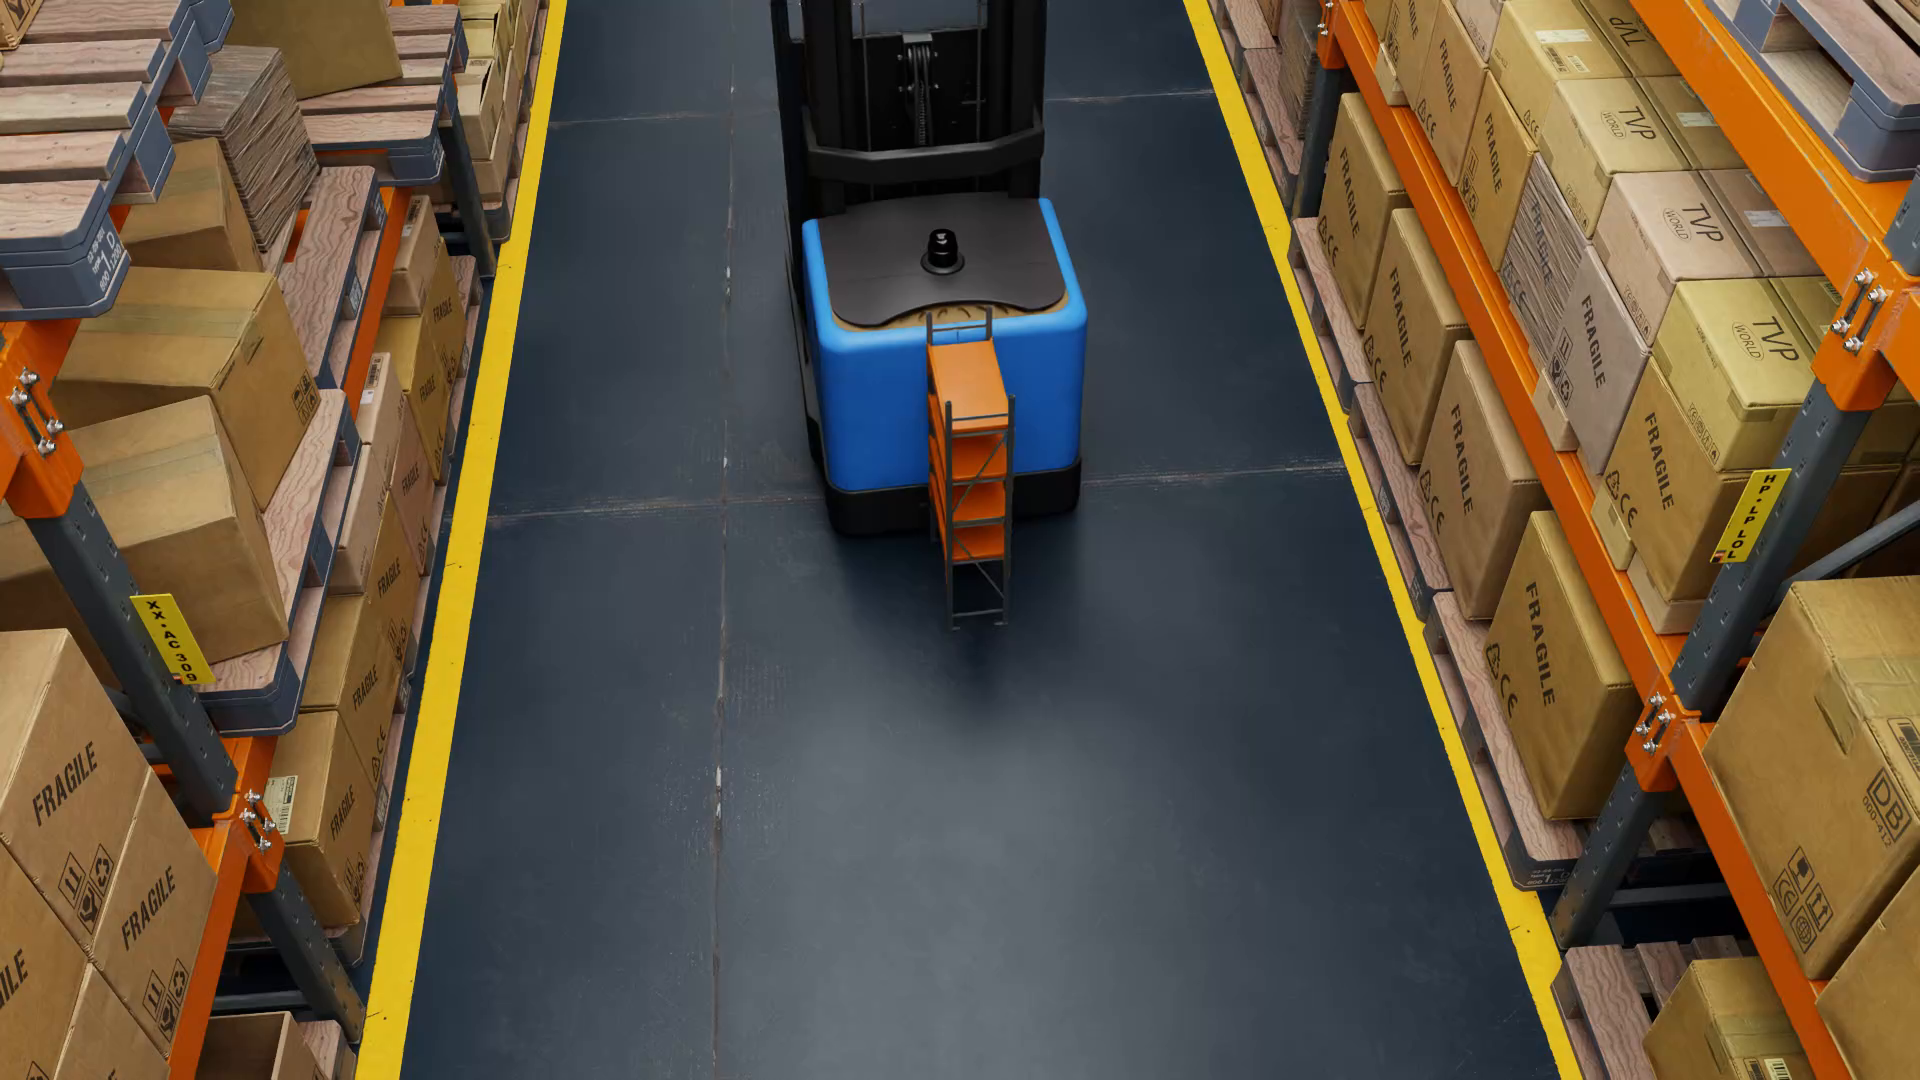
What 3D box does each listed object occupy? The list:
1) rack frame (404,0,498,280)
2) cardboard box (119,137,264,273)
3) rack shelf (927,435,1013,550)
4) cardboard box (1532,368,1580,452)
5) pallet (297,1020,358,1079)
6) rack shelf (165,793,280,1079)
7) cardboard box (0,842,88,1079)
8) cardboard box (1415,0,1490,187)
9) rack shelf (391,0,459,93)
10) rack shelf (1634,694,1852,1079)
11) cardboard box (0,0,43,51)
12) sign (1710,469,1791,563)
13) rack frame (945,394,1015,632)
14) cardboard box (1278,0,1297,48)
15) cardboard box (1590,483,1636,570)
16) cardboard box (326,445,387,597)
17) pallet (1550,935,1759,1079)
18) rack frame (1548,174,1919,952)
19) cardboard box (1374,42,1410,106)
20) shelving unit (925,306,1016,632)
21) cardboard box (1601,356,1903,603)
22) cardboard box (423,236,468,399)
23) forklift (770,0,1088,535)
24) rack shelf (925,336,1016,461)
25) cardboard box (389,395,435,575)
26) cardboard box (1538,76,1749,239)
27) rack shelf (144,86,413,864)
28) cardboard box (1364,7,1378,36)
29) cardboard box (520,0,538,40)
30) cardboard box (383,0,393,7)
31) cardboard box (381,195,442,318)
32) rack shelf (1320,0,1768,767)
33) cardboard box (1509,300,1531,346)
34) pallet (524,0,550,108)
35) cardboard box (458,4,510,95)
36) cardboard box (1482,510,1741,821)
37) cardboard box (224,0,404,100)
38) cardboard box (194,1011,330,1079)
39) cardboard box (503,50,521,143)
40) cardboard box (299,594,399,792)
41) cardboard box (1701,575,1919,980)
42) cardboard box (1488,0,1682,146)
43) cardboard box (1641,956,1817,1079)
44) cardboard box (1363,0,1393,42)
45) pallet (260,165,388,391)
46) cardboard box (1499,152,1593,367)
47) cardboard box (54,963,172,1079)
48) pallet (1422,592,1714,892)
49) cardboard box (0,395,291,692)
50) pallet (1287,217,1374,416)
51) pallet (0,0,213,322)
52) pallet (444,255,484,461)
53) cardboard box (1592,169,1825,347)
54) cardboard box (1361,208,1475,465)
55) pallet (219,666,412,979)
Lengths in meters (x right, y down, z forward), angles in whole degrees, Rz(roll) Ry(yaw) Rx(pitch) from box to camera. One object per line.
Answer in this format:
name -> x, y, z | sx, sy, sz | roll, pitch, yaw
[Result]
rack frame -> -2.766, -2.316, 7.014 | 1.000, 3.000, 0.127 | -3, 47, -3
cardboard box -> -2.641, -0.875, 5.291 | 0.700, 0.500, 0.500 | -14, 48, -13
rack shelf -> 0.034, -0.199, 6.341 | 0.258, 0.148, 0.480 | -6, 47, -6
cardboard box -> 2.092, -0.432, 5.389 | 0.380, 0.149, 0.250 | -3, 47, -3
pallet -> -2.375, 2.034, 4.815 | 1.003, 0.211, 1.213 | -3, 47, -3
rack shelf -> -2.264, 2.273, 3.164 | 1.077, 0.370, 4.000 | -3, 47, -3
cardboard box -> -2.085, 0.921, 3.191 | 0.500, 0.500, 0.500 | -4, 47, -4
cardboard box -> 2.030, -1.658, 6.103 | 0.500, 0.500, 0.500 | -4, 47, -3
rack shelf -> -2.934, -3.515, 8.645 | 1.077, 0.370, 4.000 | -3, 47, -3
rack shelf -> 2.672, 1.969, 3.451 | 1.077, 0.370, 4.000 | -3, 47, -3
cardboard box -> -2.479, -1.517, 3.765 | 0.600, 0.600, 0.600 | -4, 47, -4
sign -> 1.965, -0.056, 4.131 | 0.100, 0.325, 0.005 | -3, 47, -3
rack frame -> 0.070, -0.070, 6.126 | 0.240, 1.200, 0.015 | -6, 47, -6
cardboard box -> 2.130, -2.809, 8.899 | 0.700, 0.500, 0.500 | -4, 47, -3
cardboard box -> 2.150, -0.055, 5.031 | 0.380, 0.149, 0.250 | -3, 47, -3
cardboard box -> -2.313, -0.060, 5.779 | 0.500, 0.250, 0.500 | -3, 47, -3
pallet -> 2.490, 1.788, 5.048 | 1.003, 0.211, 1.213 | -3, 47, -3
rack frame -> 2.505, 0.274, 4.561 | 1.000, 3.000, 0.127 | -3, 47, -3
cardboard box -> 1.917, -1.908, 6.786 | 0.380, 0.149, 0.250 | -2, 47, -2
shelving unit -> 0.034, -0.245, 6.292 | 0.258, 1.200, 0.503 | -6, 47, -6
cardboard box -> 2.215, -0.188, 4.711 | 0.500, 0.500, 0.500 | -4, 47, -4
cardboard box -> -2.454, -0.945, 7.134 | 0.500, 0.500, 0.500 | -2, 47, -2
forklift -> -0.238, -2.114, 6.869 | 1.130, 2.935, 3.031 | -6, 47, -6
rack shelf -> 0.034, -0.515, 6.007 | 0.258, 0.148, 0.480 | -6, 47, -6
cardboard box -> -2.361, -0.191, 6.420 | 0.500, 0.500, 0.500 | -5, 47, -5
cardboard box -> 2.135, -1.189, 5.143 | 0.500, 0.250, 0.500 | -3, 47, -3
rack shelf -> -2.599, -0.621, 5.905 | 1.077, 0.370, 4.000 | -3, 47, -3
cardboard box -> 1.967, -2.288, 7.147 | 0.380, 0.149, 0.250 | -4, 47, -4
cardboard box -> -2.652, -3.022, 9.287 | 0.500, 0.250, 0.500 | -3, 47, -2
cardboard box -> -2.753, -2.551, 7.298 | 0.500, 0.311, 0.500 | -1, 47, -1
cardboard box -> -2.445, -1.163, 6.824 | 0.500, 0.250, 0.500 | -2, 47, -2
rack shelf -> 2.337, -0.925, 6.192 | 1.077, 0.370, 4.000 | -3, 47, -3
cardboard box -> 2.132, -0.795, 5.733 | 0.380, 0.149, 0.250 | -5, 47, -4
pallet -> -2.895, -2.836, 9.427 | 1.003, 0.211, 1.213 | -3, 47, -3
cardboard box -> -2.570, -2.484, 8.391 | 0.500, 0.311, 0.500 | -5, 47, -4
cardboard box -> 2.321, 0.407, 5.627 | 0.750, 0.750, 0.750 | -3, 47, -3
cardboard box -> -2.601, -2.046, 6.400 | 0.700, 0.500, 0.500 | -18, 49, -16
cardboard box -> -2.101, 1.681, 4.647 | 0.500, 0.500, 0.500 | -3, 47, -3
cardboard box -> -2.560, -2.275, 8.580 | 0.500, 0.250, 0.500 | -5, 47, -4
cardboard box -> -2.285, 0.536, 5.731 | 0.500, 0.500, 0.500 | -3, 47, -3
cardboard box -> 2.534, 0.565, 4.079 | 0.980, 0.700, 0.700 | -3, 47, -3
cardboard box -> 2.091, -1.558, 5.492 | 0.500, 0.250, 0.500 | -4, 47, -4
cardboard box -> 2.465, 1.537, 4.797 | 0.700, 0.500, 0.500 | -3, 47, -3
cardboard box -> 1.955, -2.396, 6.802 | 0.500, 0.500, 0.500 | -2, 47, -2
pallet -> -2.599, -0.843, 5.751 | 1.003, 0.211, 1.213 | -3, 47, -3
cardboard box -> 2.129, -0.920, 5.405 | 0.500, 0.500, 0.500 | -3, 47, -3
cardboard box -> -2.089, 1.263, 3.556 | 0.500, 0.500, 0.500 | -2, 47, -2
pallet -> 2.365, 0.680, 6.097 | 1.003, 0.211, 1.213 | -3, 47, -3
cardboard box -> -2.248, 0.043, 4.422 | 0.700, 0.500, 0.500 | -18, 49, -16
pallet -> 2.161, -1.086, 7.769 | 1.003, 0.211, 1.213 | -3, 47, -3
pallet -> -2.416, -0.865, 3.703 | 1.213, 0.211, 1.003 | -3, 47, -3
pallet -> -2.741, -0.814, 7.512 | 1.003, 0.211, 1.213 | -3, 47, -3
cardboard box -> 2.177, -0.820, 4.793 | 0.500, 0.250, 0.500 | -3, 47, -2
cardboard box -> 2.168, -0.851, 6.817 | 0.750, 0.750, 0.750 | -4, 47, -3
pallet -> -2.537, 0.951, 5.841 | 1.003, 0.211, 1.213 | -3, 47, -3
